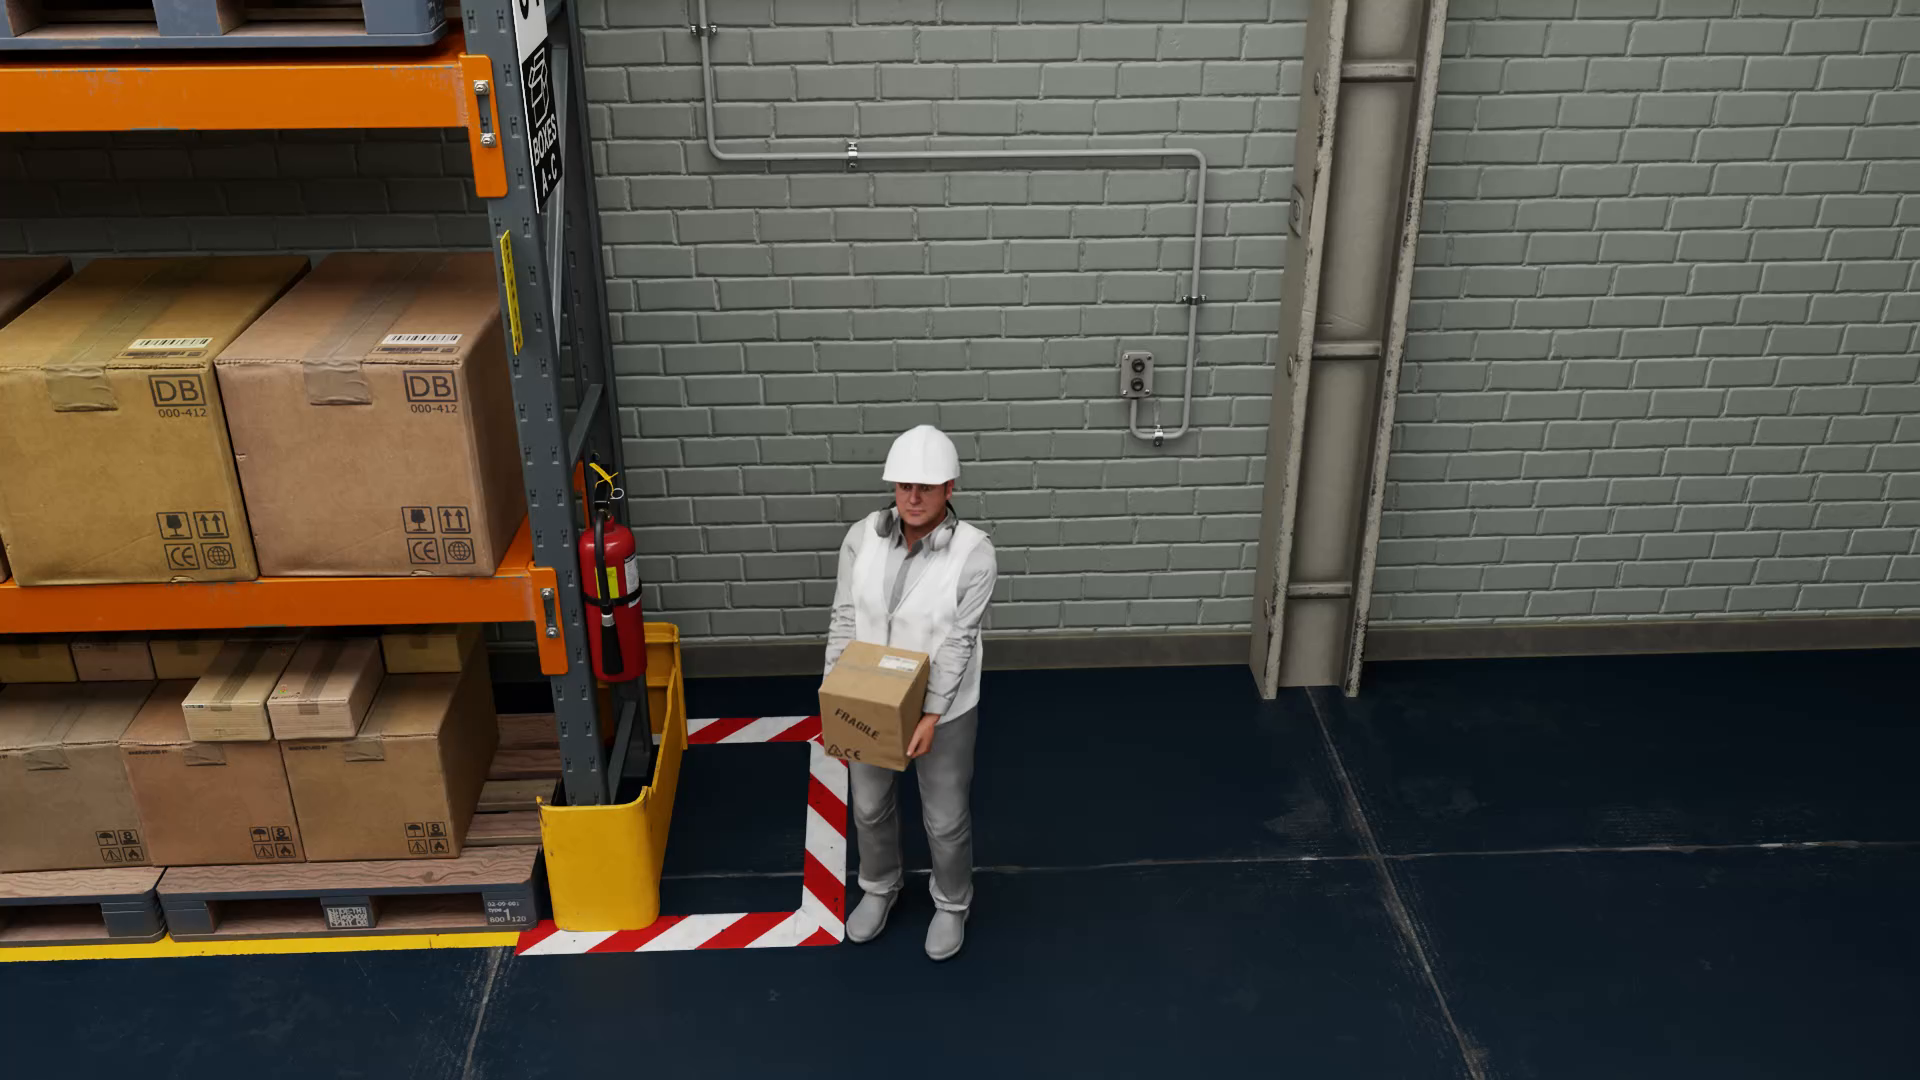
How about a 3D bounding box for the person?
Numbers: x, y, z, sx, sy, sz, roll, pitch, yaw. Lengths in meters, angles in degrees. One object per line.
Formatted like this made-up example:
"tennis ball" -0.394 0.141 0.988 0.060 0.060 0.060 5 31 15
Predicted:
"person" -0.165 0.529 5.079 0.494 1.763 0.557 9 29 17
